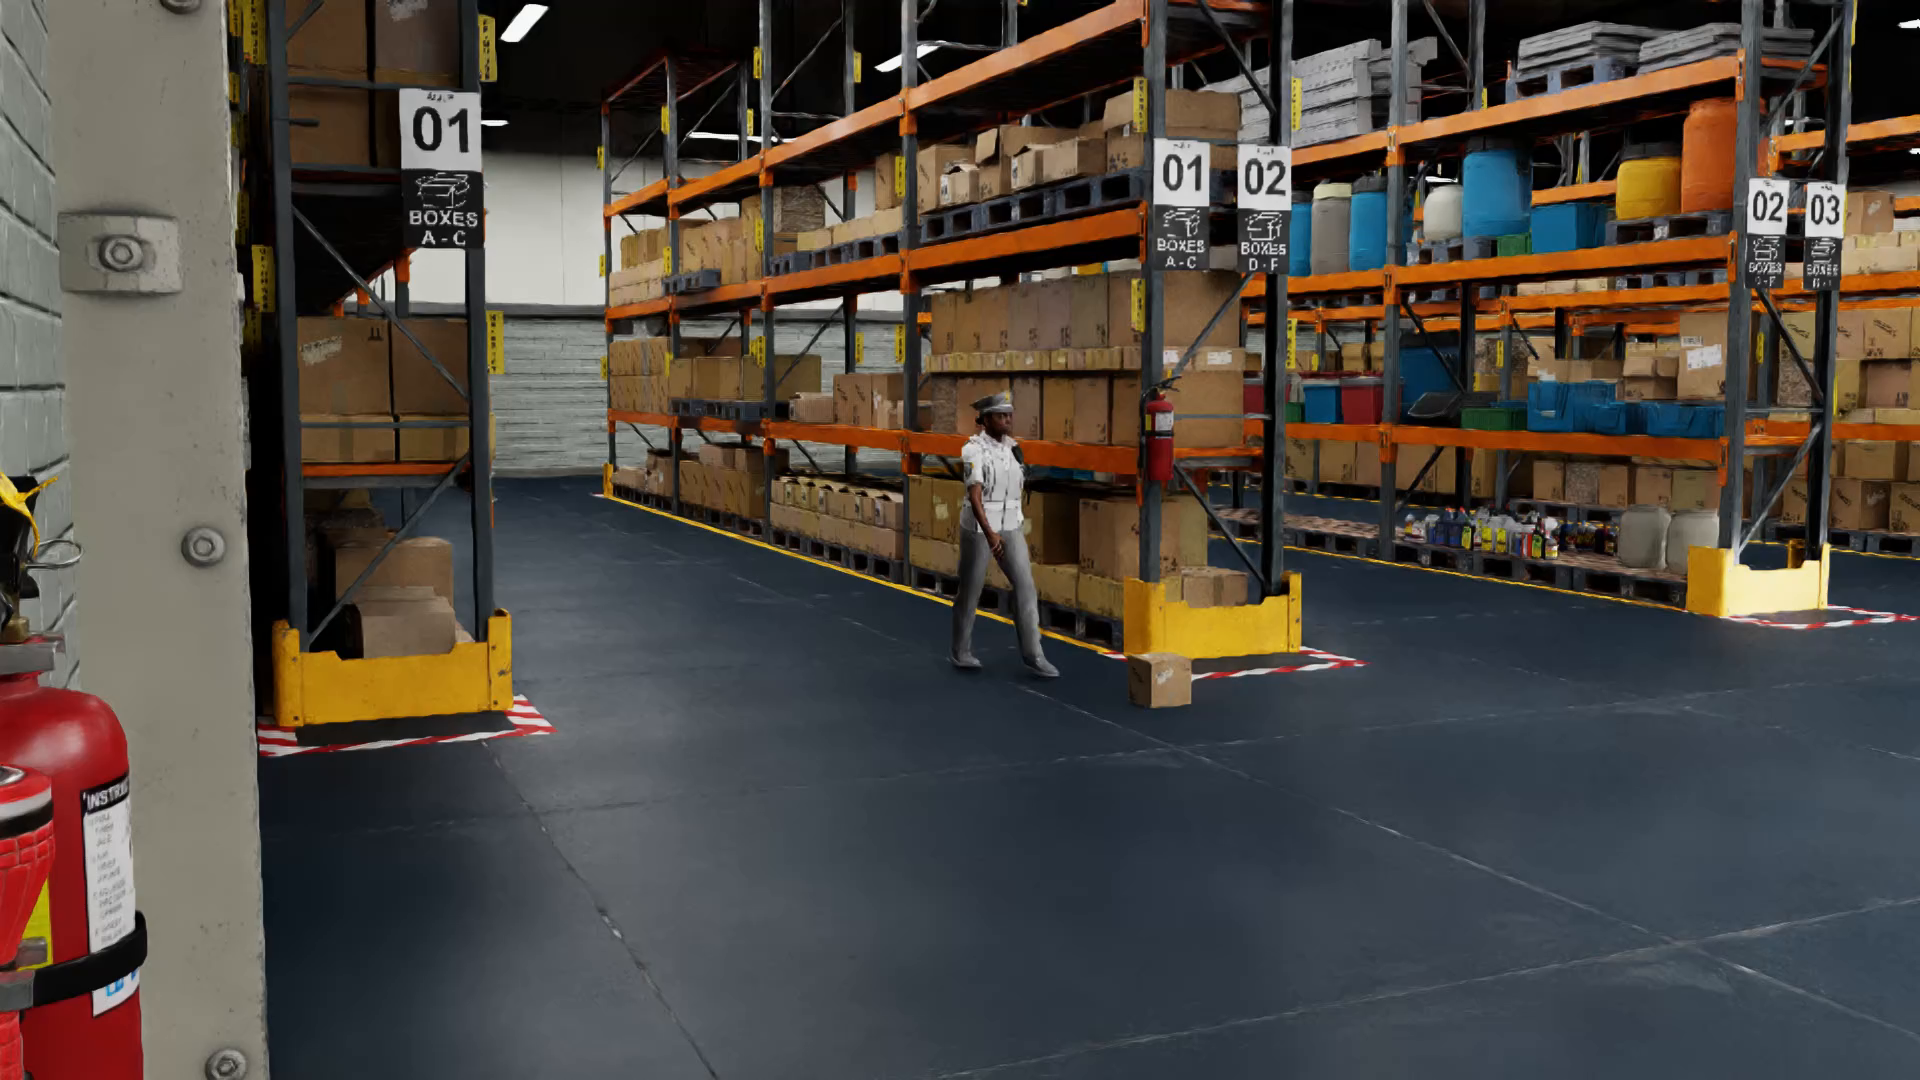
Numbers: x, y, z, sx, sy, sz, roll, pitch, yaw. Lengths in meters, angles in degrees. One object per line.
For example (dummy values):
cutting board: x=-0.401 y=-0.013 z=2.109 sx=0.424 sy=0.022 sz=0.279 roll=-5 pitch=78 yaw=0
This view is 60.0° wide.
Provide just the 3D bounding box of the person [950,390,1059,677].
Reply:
person: x=0.222 y=-0.049 z=9.787 sx=0.451 sy=1.657 sz=0.792 roll=-3 pitch=6 yaw=-32
